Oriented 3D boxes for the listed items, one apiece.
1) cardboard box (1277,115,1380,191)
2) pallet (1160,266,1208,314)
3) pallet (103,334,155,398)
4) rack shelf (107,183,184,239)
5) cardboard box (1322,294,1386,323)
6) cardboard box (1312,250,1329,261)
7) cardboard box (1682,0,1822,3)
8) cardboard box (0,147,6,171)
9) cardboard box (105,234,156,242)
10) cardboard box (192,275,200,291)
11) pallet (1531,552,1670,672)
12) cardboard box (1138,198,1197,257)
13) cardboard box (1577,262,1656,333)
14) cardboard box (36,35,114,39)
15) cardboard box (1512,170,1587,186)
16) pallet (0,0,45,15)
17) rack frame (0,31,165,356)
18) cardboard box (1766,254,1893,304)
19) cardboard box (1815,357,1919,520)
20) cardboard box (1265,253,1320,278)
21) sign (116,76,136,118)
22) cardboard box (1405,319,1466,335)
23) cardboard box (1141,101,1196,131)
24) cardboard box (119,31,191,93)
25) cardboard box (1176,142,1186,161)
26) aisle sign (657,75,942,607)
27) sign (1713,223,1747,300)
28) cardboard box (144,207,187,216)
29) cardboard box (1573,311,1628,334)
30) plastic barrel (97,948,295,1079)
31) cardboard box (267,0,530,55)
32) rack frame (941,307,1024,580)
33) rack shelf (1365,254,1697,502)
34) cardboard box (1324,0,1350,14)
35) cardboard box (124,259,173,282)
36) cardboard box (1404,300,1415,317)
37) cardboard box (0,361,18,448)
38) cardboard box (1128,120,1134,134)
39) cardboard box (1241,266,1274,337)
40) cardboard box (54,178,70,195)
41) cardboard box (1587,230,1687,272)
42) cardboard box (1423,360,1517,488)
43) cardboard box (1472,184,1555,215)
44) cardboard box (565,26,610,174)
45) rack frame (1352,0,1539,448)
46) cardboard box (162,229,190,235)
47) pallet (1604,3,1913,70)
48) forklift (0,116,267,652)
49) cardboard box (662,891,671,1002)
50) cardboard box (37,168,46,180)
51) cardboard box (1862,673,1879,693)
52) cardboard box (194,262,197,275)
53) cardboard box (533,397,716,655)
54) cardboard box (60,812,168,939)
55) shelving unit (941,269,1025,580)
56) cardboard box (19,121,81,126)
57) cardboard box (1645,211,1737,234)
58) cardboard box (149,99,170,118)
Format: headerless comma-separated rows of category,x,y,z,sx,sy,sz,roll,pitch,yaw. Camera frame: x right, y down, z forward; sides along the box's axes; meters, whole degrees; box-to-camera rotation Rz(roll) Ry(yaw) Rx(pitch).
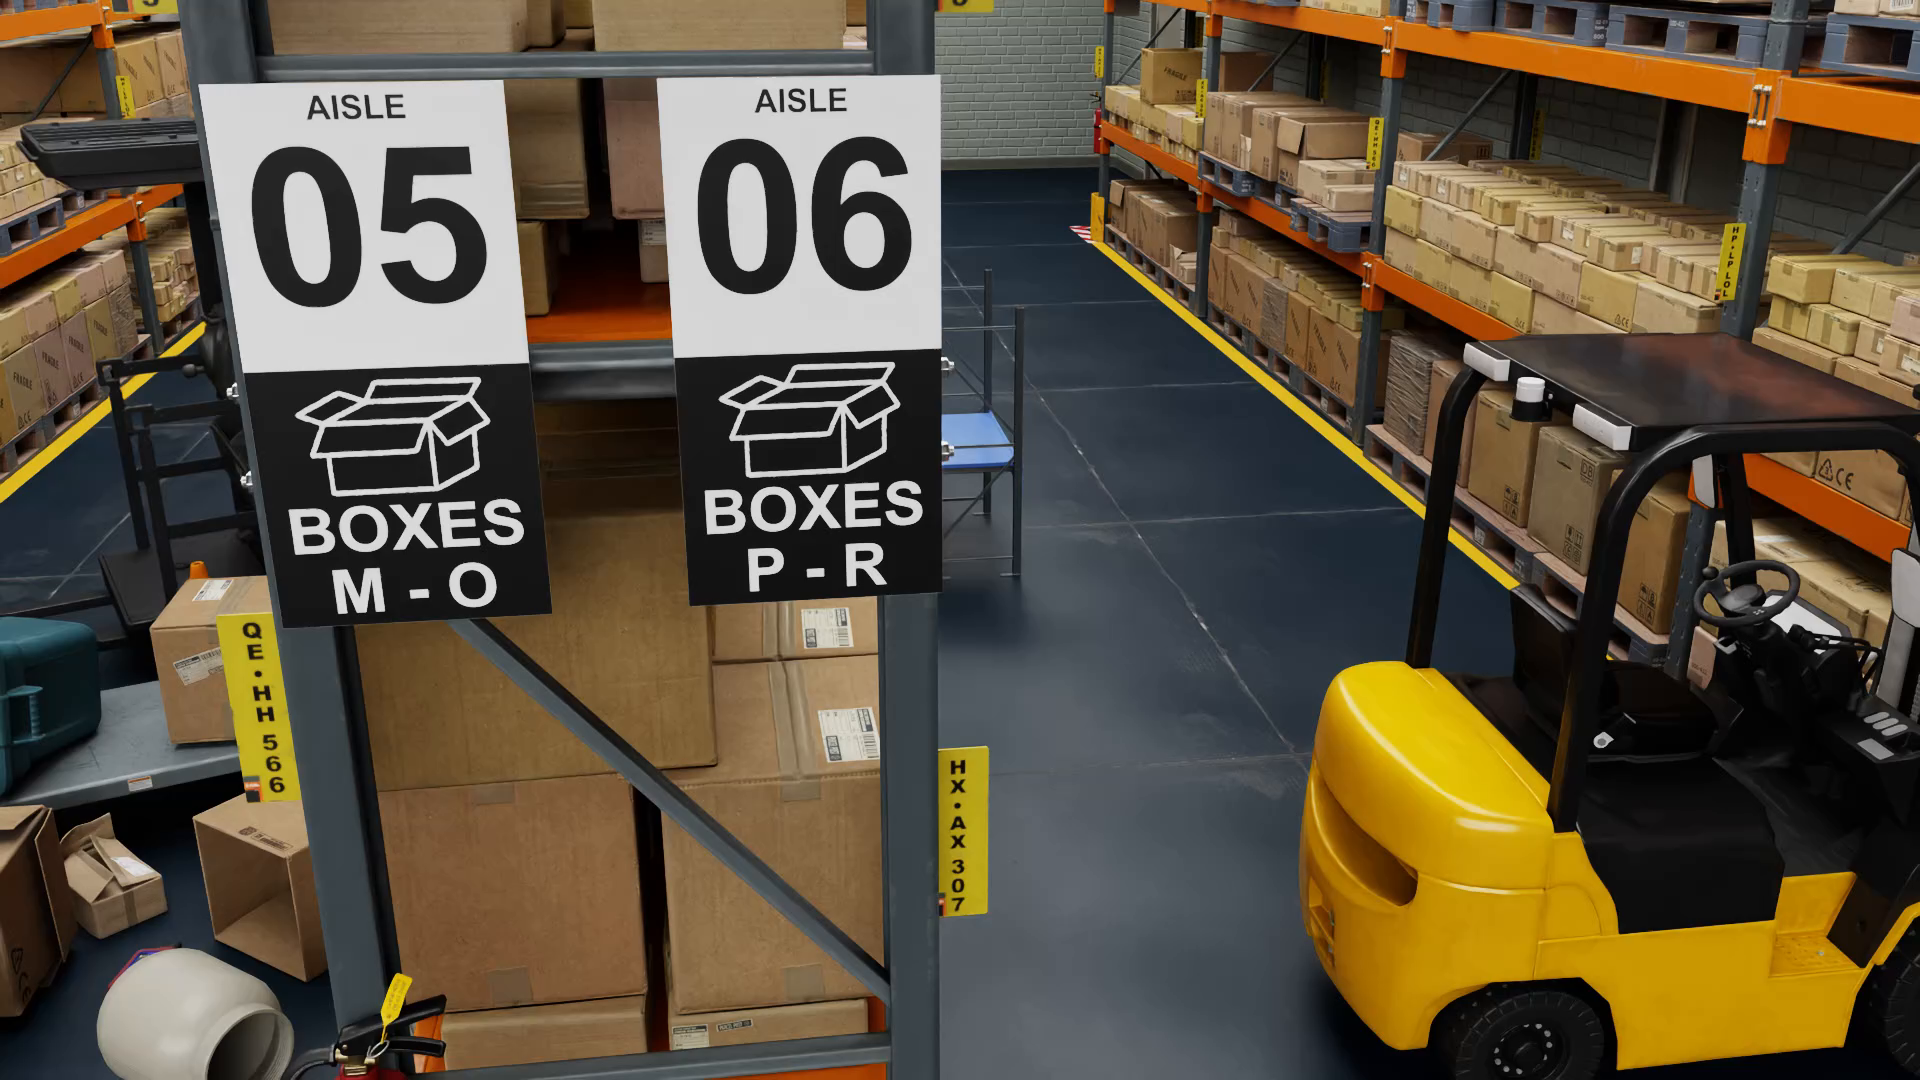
cardboard box,2.801,-2.887,12.412,0.797,0.503,0.637,-3,21,-9
pallet,2.545,-2.403,15.848,1.003,0.211,1.213,-3,21,-8
pallet,-7.038,-1.359,13.053,1.003,0.211,1.213,-3,21,-8
rack shelf,-7.440,-3.290,15.267,1.077,0.370,4.000,-3,21,-8
cardboard box,2.828,-1.667,11.938,0.380,0.149,0.250,-4,21,-11
cardboard box,3.118,-2.328,13.707,0.380,0.149,0.250,-2,21,-6
cardboard box,3.451,-2.547,7.345,0.500,0.311,0.500,-4,21,-9
cardboard box,-6.641,-2.533,11.118,0.380,0.149,0.250,-2,21,-6
cardboard box,-7.649,-2.724,15.347,0.380,0.149,0.250,-3,21,-8
cardboard box,-7.114,-2.386,15.291,0.380,0.149,0.250,-3,21,-9
pallet,3.651,0.352,8.472,1.003,0.211,1.213,-3,21,-8
cardboard box,2.123,-3.179,16.914,0.500,0.500,0.500,-3,21,-7
cardboard box,3.391,-1.200,8.142,0.500,0.250,0.500,-3,21,-9
cardboard box,-7.627,-4.095,14.397,0.500,0.500,0.500,-2,21,-6
cardboard box,3.592,-2.157,10.134,0.380,0.149,0.250,-3,21,-8
pallet,-7.016,-3.674,11.247,1.213,0.211,1.003,-3,21,-8
rack frame,-7.152,-2.935,13.287,1.000,3.000,0.127,-3,21,-8
cardboard box,3.549,-1.066,6.788,0.380,0.149,0.250,-2,21,-7
cardboard box,3.693,-0.402,6.362,0.500,0.500,0.500,-3,21,-7
cardboard box,2.682,-2.214,13.403,0.380,0.149,0.250,-2,21,-6
sign,-6.603,-3.507,13.163,0.100,0.325,0.005,-3,21,-8
cardboard box,3.436,-1.272,11.807,0.500,0.500,0.500,-2,21,-6
cardboard box,2.109,-4.229,16.540,0.500,0.250,0.500,-3,21,-9
cardboard box,-7.180,-4.291,14.920,0.500,0.500,0.500,-4,21,-10
cardboard box,2.227,-3.629,15.505,0.380,0.149,0.250,-2,21,-6
aisle sign,-0.223,-0.277,2.455,0.394,0.787,0.004,-3,21,-8
sign,3.261,-1.176,7.036,0.100,0.325,0.005,-3,21,-8
cardboard box,-7.989,-3.261,16.785,0.380,0.149,0.250,-4,21,-10
cardboard box,3.387,-0.966,8.230,0.500,0.250,0.500,-3,21,-8
plastic barrel,-2.334,1.503,5.086,0.512,0.421,0.421,12,24,30
cardboard box,-0.879,-0.828,2.578,0.380,0.149,0.250,-3,21,-7
rack frame,0.086,-0.497,8.903,0.500,1.500,0.032,-3,21,-8
rack shelf,3.508,-1.057,9.287,1.077,0.370,4.000,-3,21,-8
cardboard box,2.832,-3.761,11.425,0.500,0.250,0.500,-3,21,-8
cardboard box,-6.978,-2.303,14.219,0.380,0.149,0.250,-2,21,-5
cardboard box,3.441,-1.706,12.041,0.380,0.149,0.250,-2,21,-6
cardboard box,-6.425,-0.834,10.633,0.500,0.500,0.500,-4,21,-10
cardboard box,1.973,-4.345,17.422,0.380,0.149,0.250,-2,21,-6
cardboard box,2.644,-1.961,13.653,0.500,0.500,0.500,-4,21,-9
cardboard box,-6.791,-2.623,12.212,0.380,0.149,0.250,-4,21,-11
cardboard box,3.320,-1.419,8.159,0.380,0.149,0.250,-4,21,-9
cardboard box,3.398,-0.728,10.172,0.875,0.625,0.625,-2,21,-6
cardboard box,3.192,-1.956,9.597,0.380,0.149,0.250,-3,21,-7
cardboard box,-0.937,-0.878,3.281,0.500,0.250,0.500,-3,21,-8
rack frame,3.220,-2.086,11.015,1.000,3.000,0.127,-3,21,-8
cardboard box,-7.262,-2.836,15.647,0.380,0.149,0.250,-4,21,-10
pallet,3.656,-2.322,7.631,0.805,0.209,1.217,-4,21,-10
forklift,-3.717,-0.895,7.924,3.031,2.935,1.130,-13,24,-30
cardboard box,-0.433,0.838,3.544,0.380,0.149,0.250,-3,21,-7
cardboard box,-6.747,-2.664,11.895,0.380,0.149,0.250,-4,21,-11
cardboard box,3.696,0.688,6.203,0.500,0.250,0.500,-3,21,-8
cardboard box,-7.110,-2.523,15.234,0.380,0.149,0.250,-3,21,-8
cardboard box,-0.894,-0.061,3.595,0.700,0.500,0.500,-3,21,-7
cardboard box,-3.122,1.221,6.066,0.396,0.266,0.258,17,27,39
shelving unit,0.012,-0.673,9.375,0.538,1.500,1.048,-3,21,-8
cardboard box,-6.861,-3.071,12.559,0.380,0.149,0.250,-4,21,-9
cardboard box,3.826,-1.629,8.720,0.380,0.149,0.250,-3,21,-8
cardboard box,-7.053,-3.476,14.168,0.500,0.500,0.500,-3,21,-8
